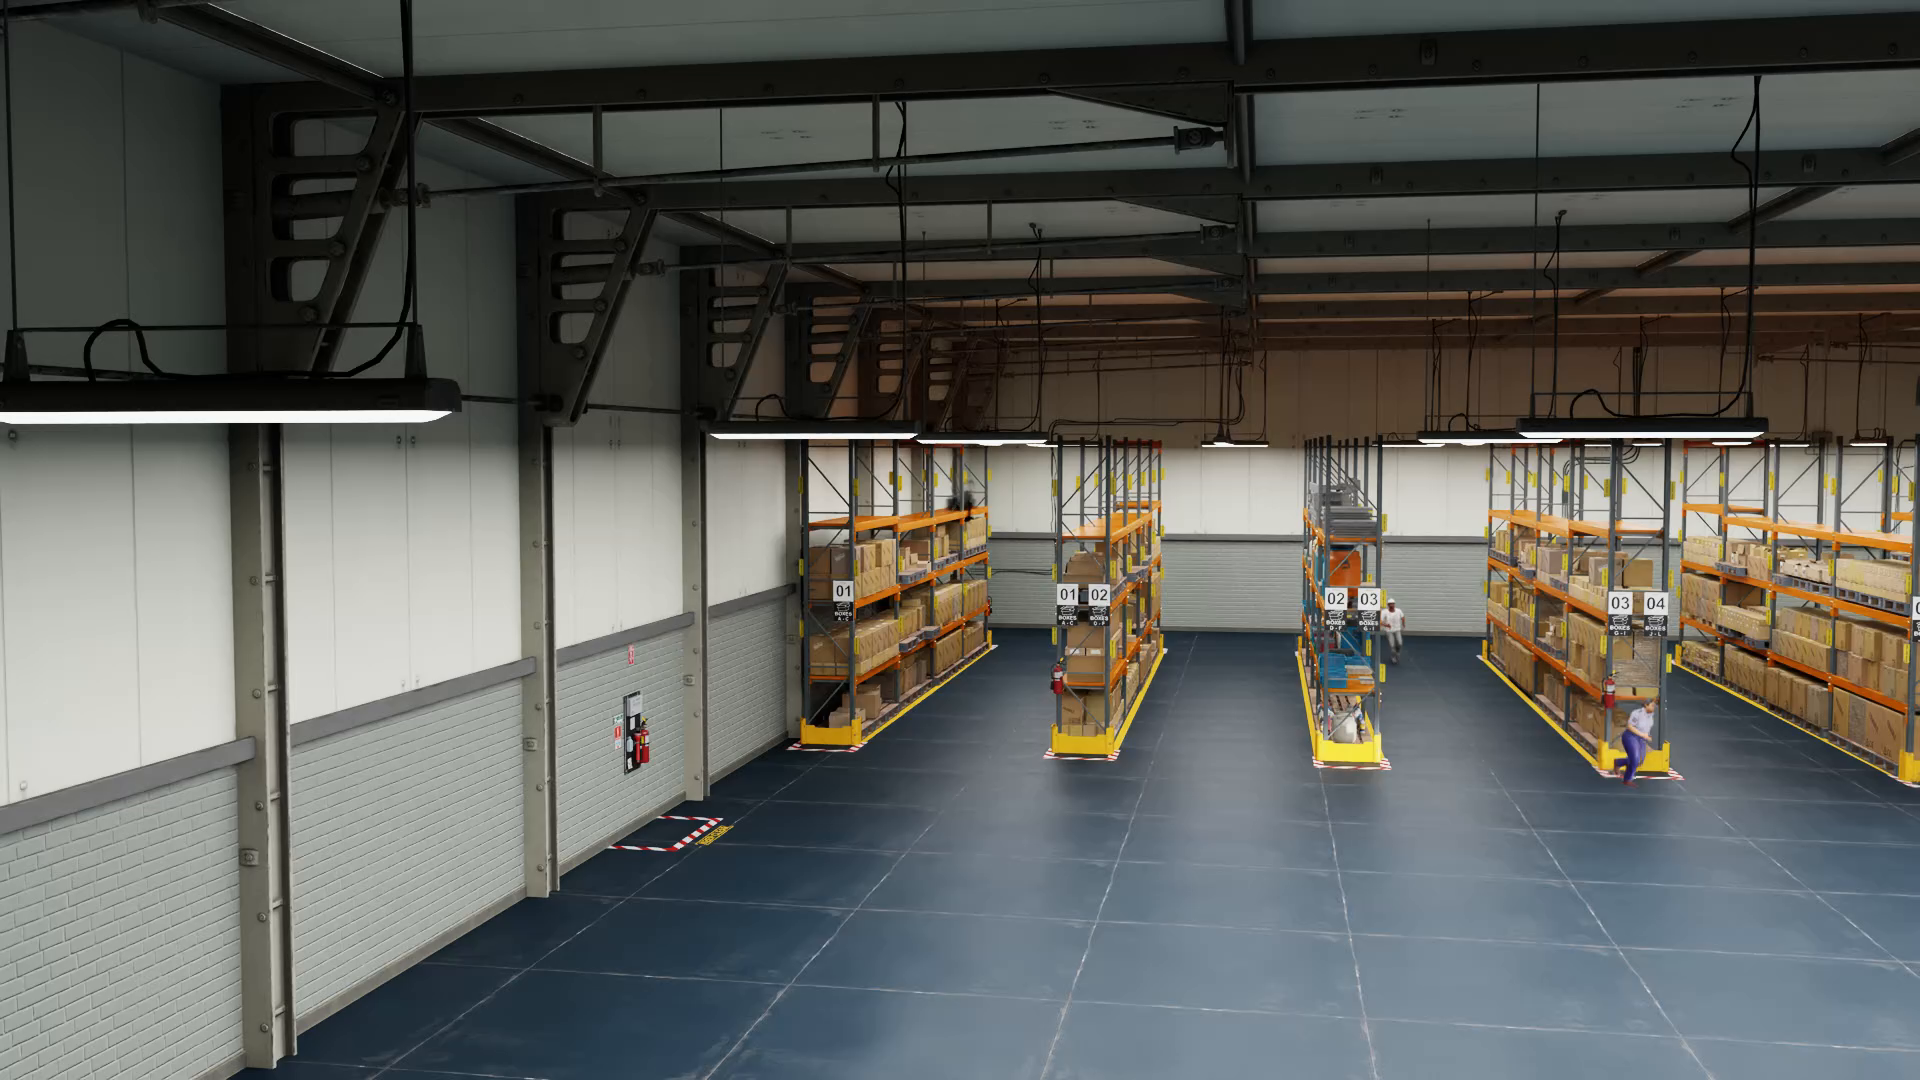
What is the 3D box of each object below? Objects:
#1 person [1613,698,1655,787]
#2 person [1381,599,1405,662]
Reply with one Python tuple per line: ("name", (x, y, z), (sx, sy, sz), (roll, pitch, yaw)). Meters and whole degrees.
("person", (11.556, 3.440, 28.456), (0.613, 1.533, 0.808), (-2, 4, -31))
("person", (11.620, 2.438, 44.660), (0.733, 1.718, 0.523), (0, 3, -1))
